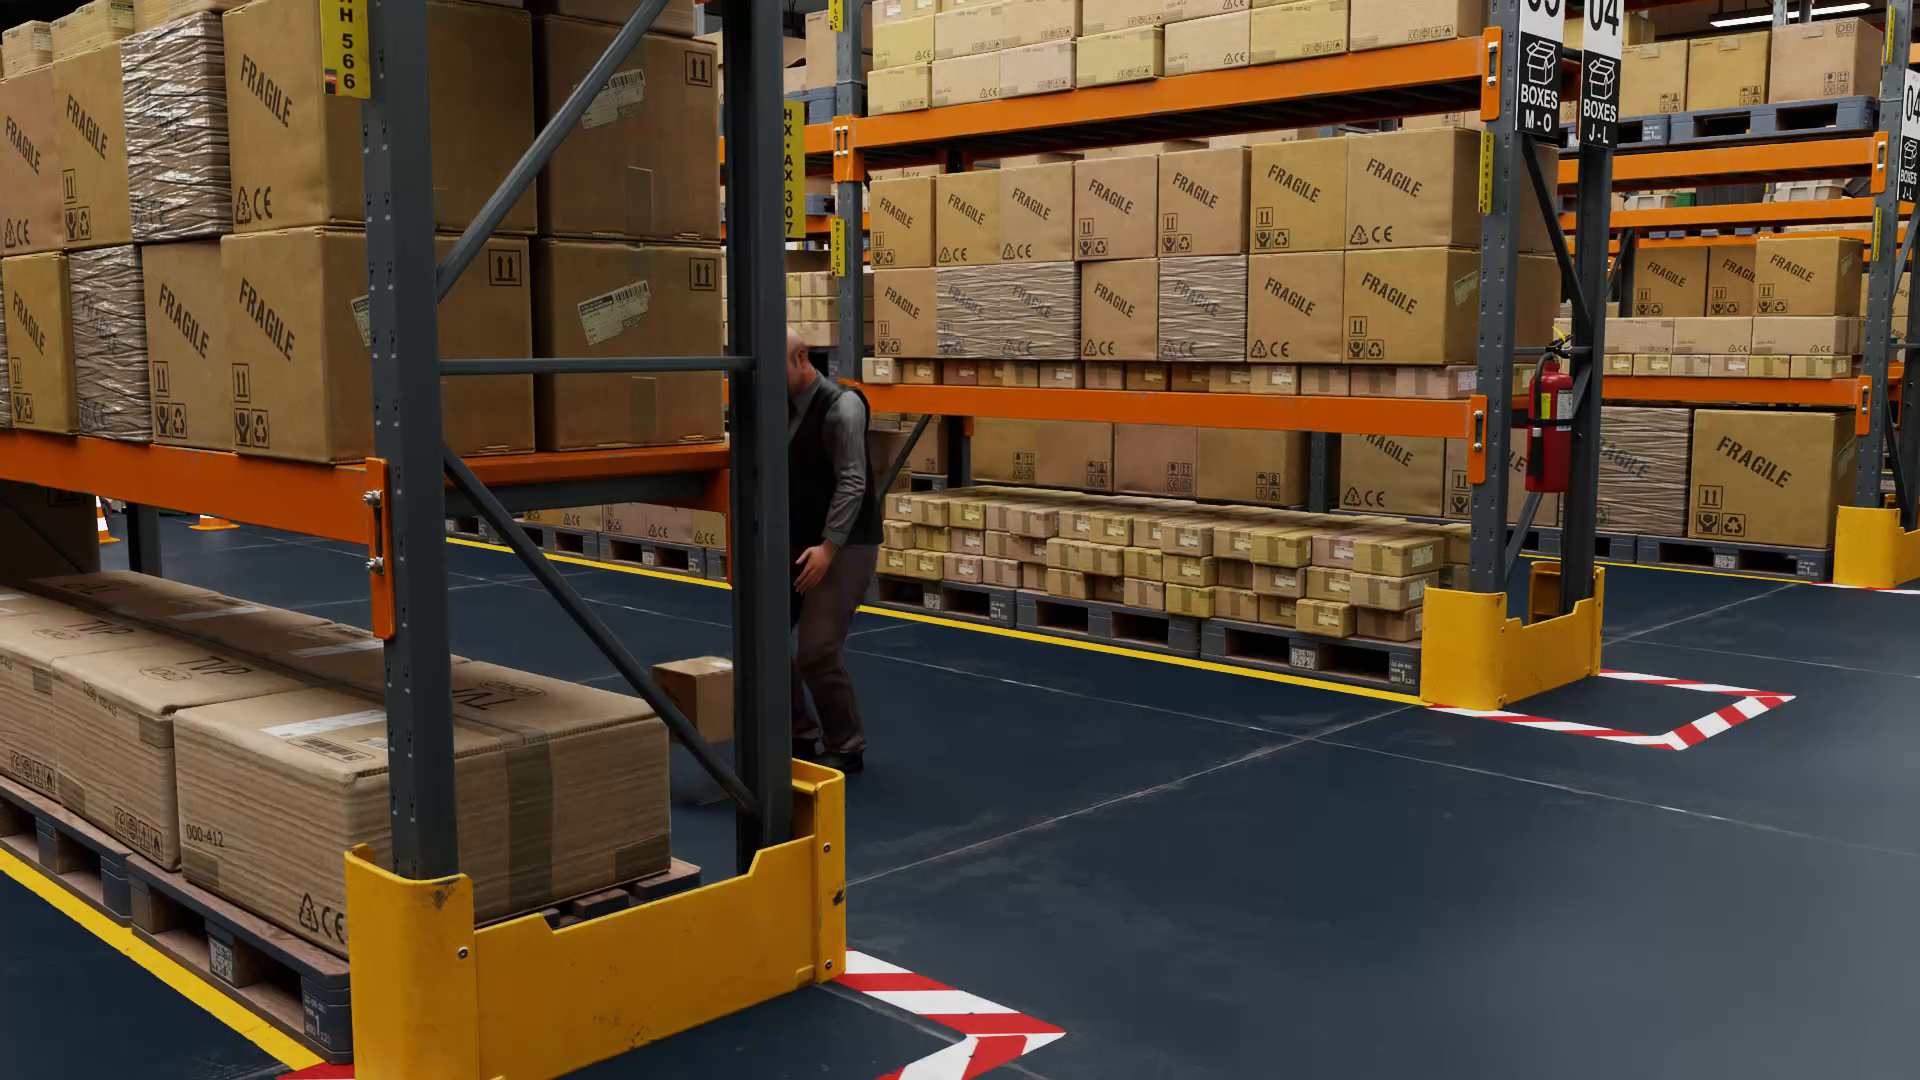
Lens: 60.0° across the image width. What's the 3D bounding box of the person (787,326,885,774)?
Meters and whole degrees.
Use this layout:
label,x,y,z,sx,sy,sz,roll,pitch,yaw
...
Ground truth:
label,x,y,z,sx,sy,sz,roll,pitch,yaw
person,-0.524,0.042,5.996,0.574,1.614,0.509,7,10,45
